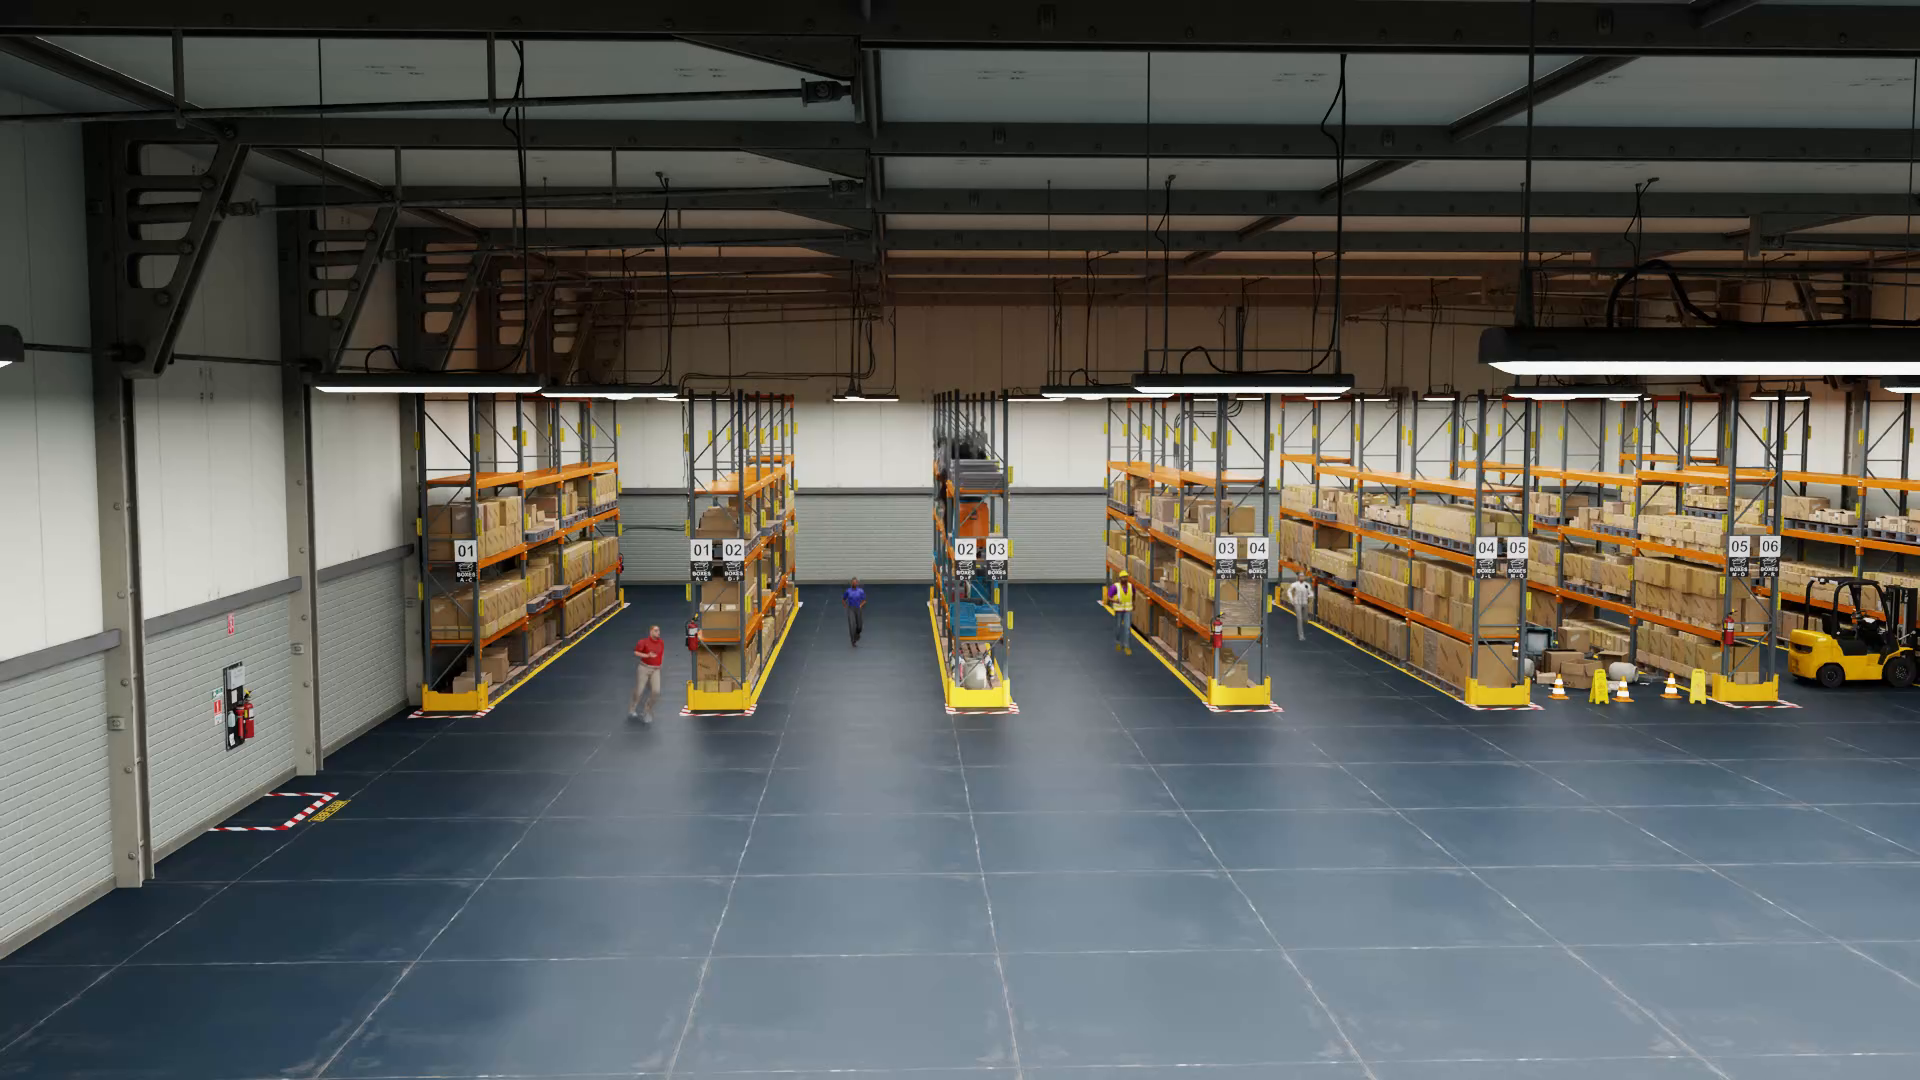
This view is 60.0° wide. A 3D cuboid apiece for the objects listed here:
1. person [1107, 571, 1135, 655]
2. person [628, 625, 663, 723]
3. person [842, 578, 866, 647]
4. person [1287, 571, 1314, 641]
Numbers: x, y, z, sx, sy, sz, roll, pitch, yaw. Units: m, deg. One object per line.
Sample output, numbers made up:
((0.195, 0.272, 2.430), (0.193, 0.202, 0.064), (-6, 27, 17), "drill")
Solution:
((3.552, 1.569, 36.430), (0.686, 1.799, 0.841), (-1, 5, -6), "person")
((-5.634, 2.426, 30.257), (0.677, 1.759, 0.750), (-3, 6, -34), "person")
((-2.516, 1.700, 39.478), (0.580, 1.607, 0.668), (-1, 5, -6), "person")
((8.300, 1.574, 40.473), (0.622, 1.670, 0.858), (0, 5, -3), "person")
